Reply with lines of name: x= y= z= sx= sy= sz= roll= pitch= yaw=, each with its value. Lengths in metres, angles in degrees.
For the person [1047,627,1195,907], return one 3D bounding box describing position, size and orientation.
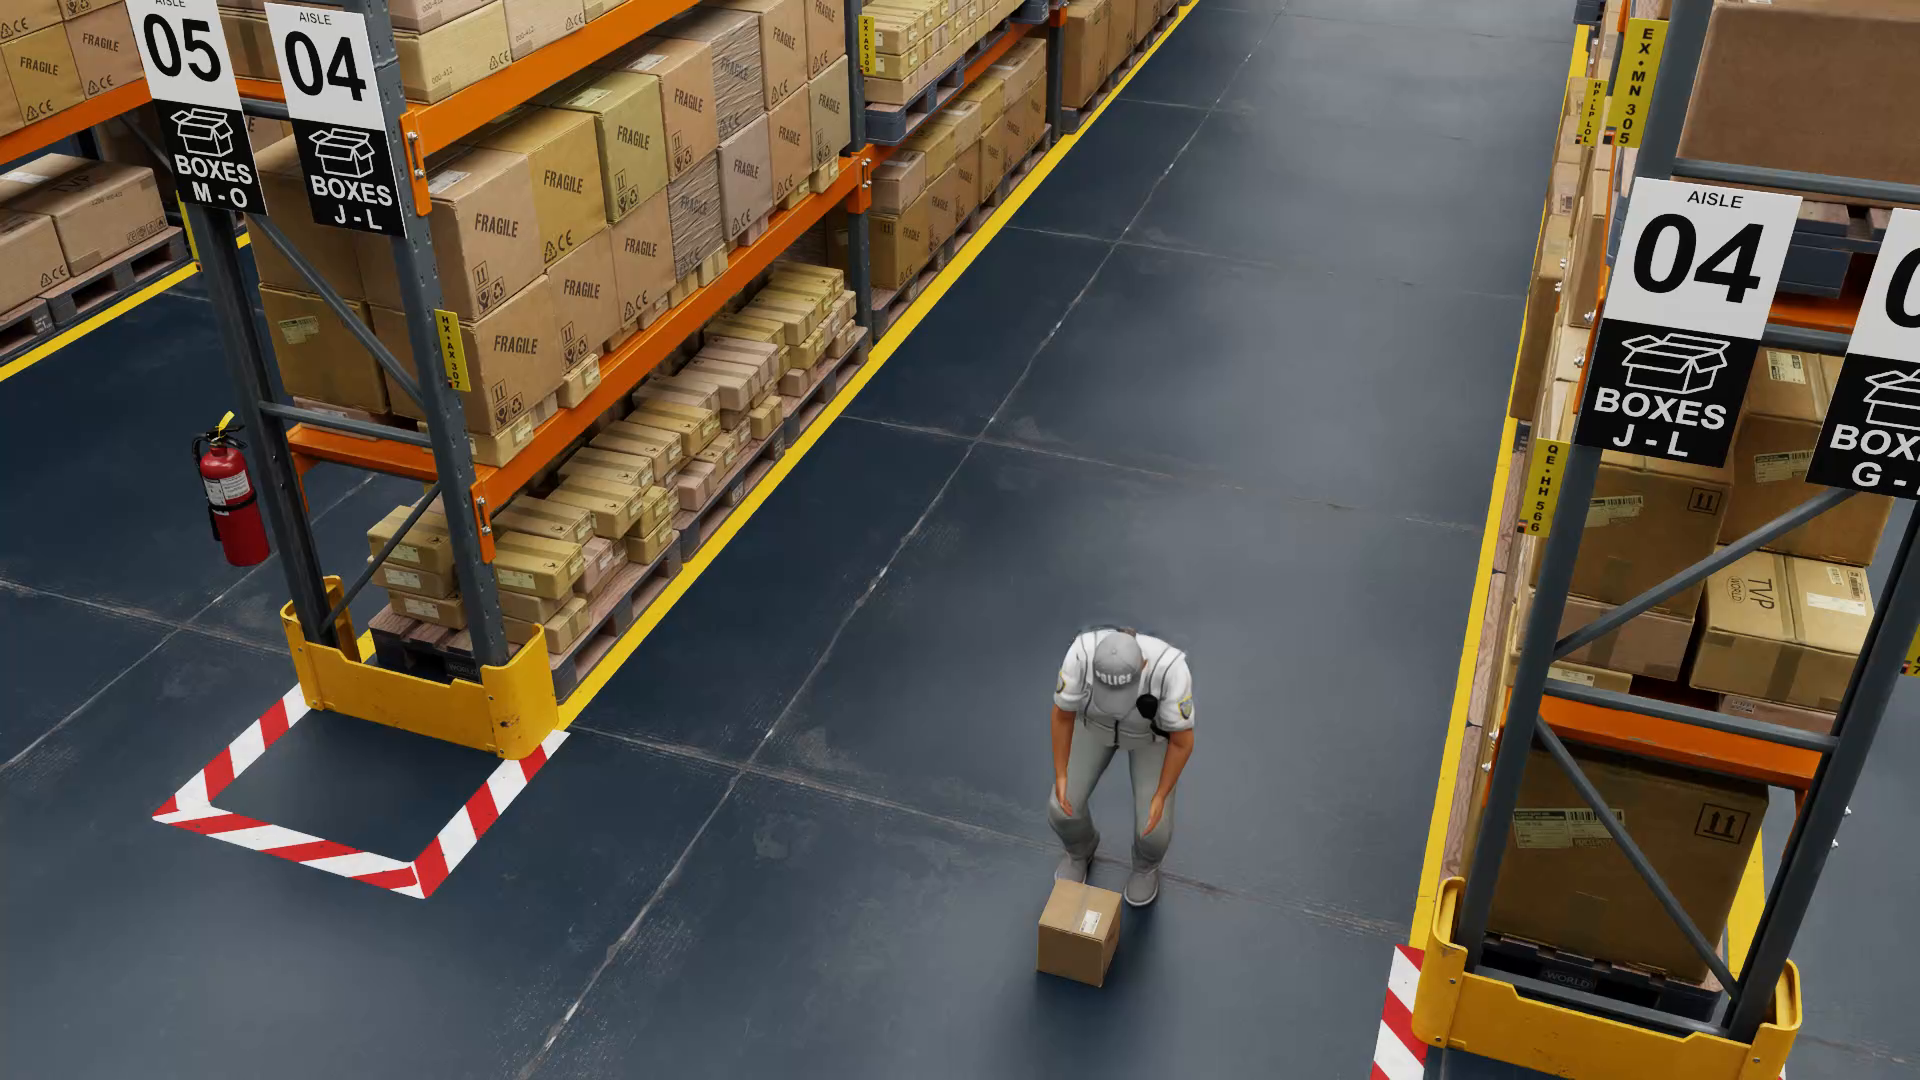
person: x=0.618 y=0.788 z=6.215 sx=0.534 sy=1.379 sz=0.728 roll=11 pitch=35 yaw=17
